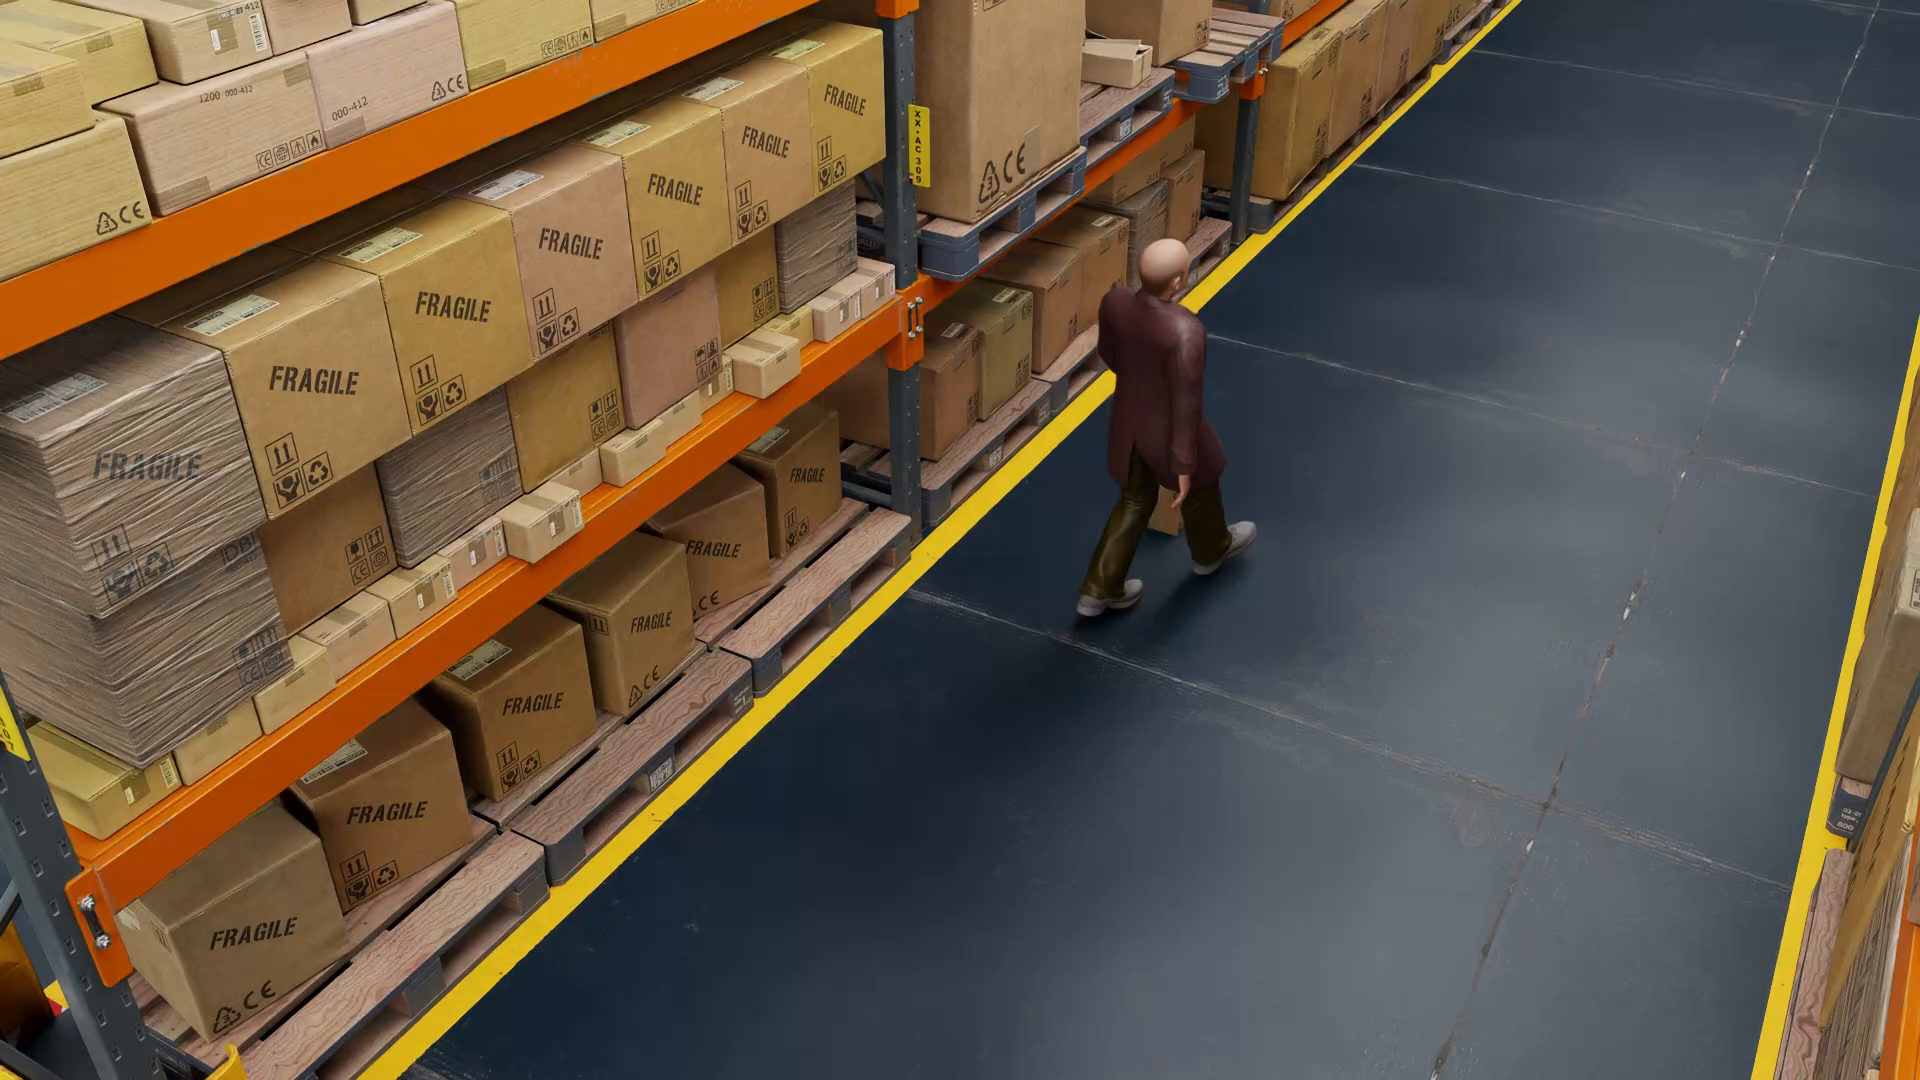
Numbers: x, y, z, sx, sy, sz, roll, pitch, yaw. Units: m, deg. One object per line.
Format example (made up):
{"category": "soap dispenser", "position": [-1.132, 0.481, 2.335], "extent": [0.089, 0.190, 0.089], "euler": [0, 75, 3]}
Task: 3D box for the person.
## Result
{"category": "person", "position": [0.907, -0.525, 6.960], "extent": [0.638, 1.715, 1.013], "euler": [28, 43, 35]}
